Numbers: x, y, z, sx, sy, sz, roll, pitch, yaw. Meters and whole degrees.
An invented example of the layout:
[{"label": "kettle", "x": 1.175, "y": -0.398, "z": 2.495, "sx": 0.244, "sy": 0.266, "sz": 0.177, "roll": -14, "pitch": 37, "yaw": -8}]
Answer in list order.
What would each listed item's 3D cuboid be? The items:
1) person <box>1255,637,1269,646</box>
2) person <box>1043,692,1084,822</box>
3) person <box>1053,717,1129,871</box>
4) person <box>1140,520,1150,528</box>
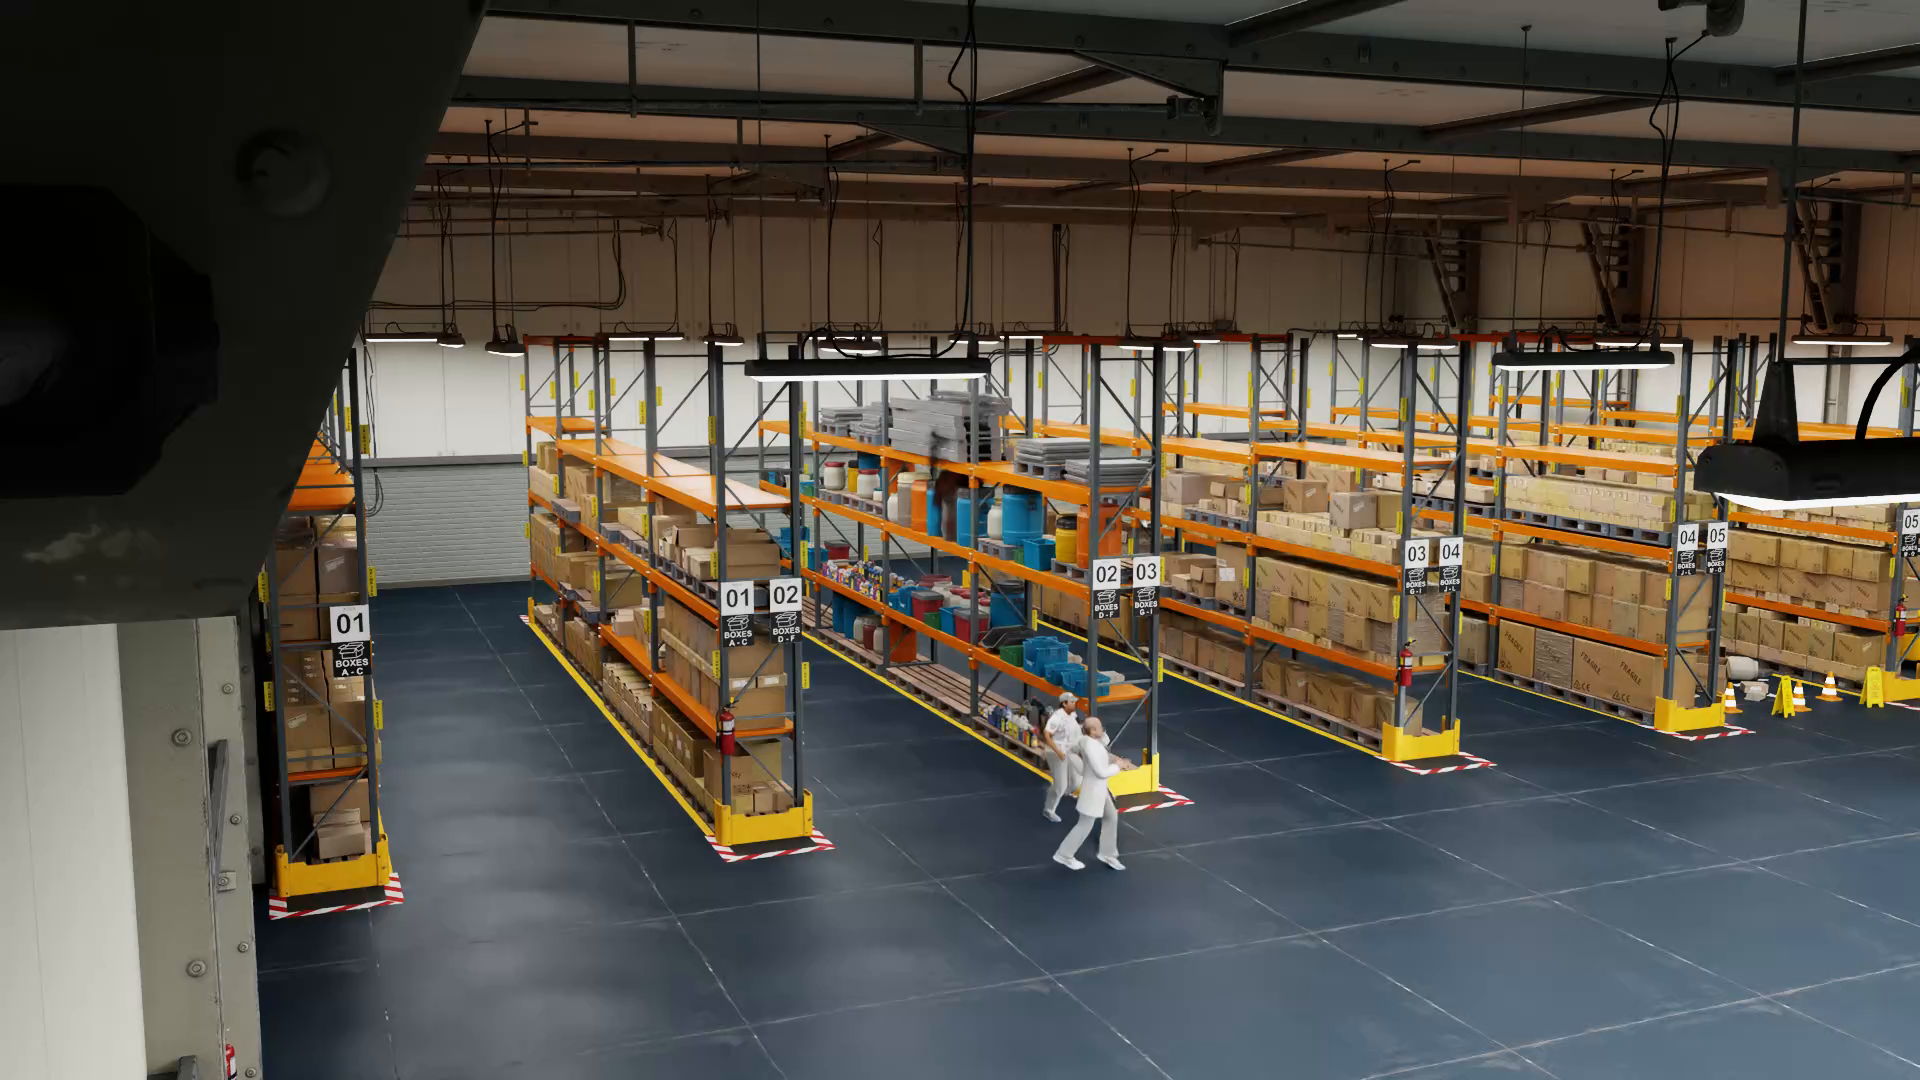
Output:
[{"label": "person", "x": 5.698, "y": 1.401, "z": 31.007, "sx": 0.601, "sy": 1.638, "sz": 0.526, "roll": -4, "pitch": 9, "yaw": -29}, {"label": "person", "x": 1.331, "y": 2.742, "z": 21.206, "sx": 0.526, "sy": 1.615, "sz": 0.655, "roll": 7, "pitch": 10, "yaw": 43}, {"label": "person", "x": 1.499, "y": 2.927, "z": 19.028, "sx": 0.866, "sy": 1.846, "sz": 0.677, "roll": 0, "pitch": 8, "yaw": 3}, {"label": "person", "x": 4.614, "y": 0.038, "z": 41.245, "sx": 0.560, "sy": 1.640, "sz": 0.678, "roll": -6, "pitch": 10, "yaw": -38}]
